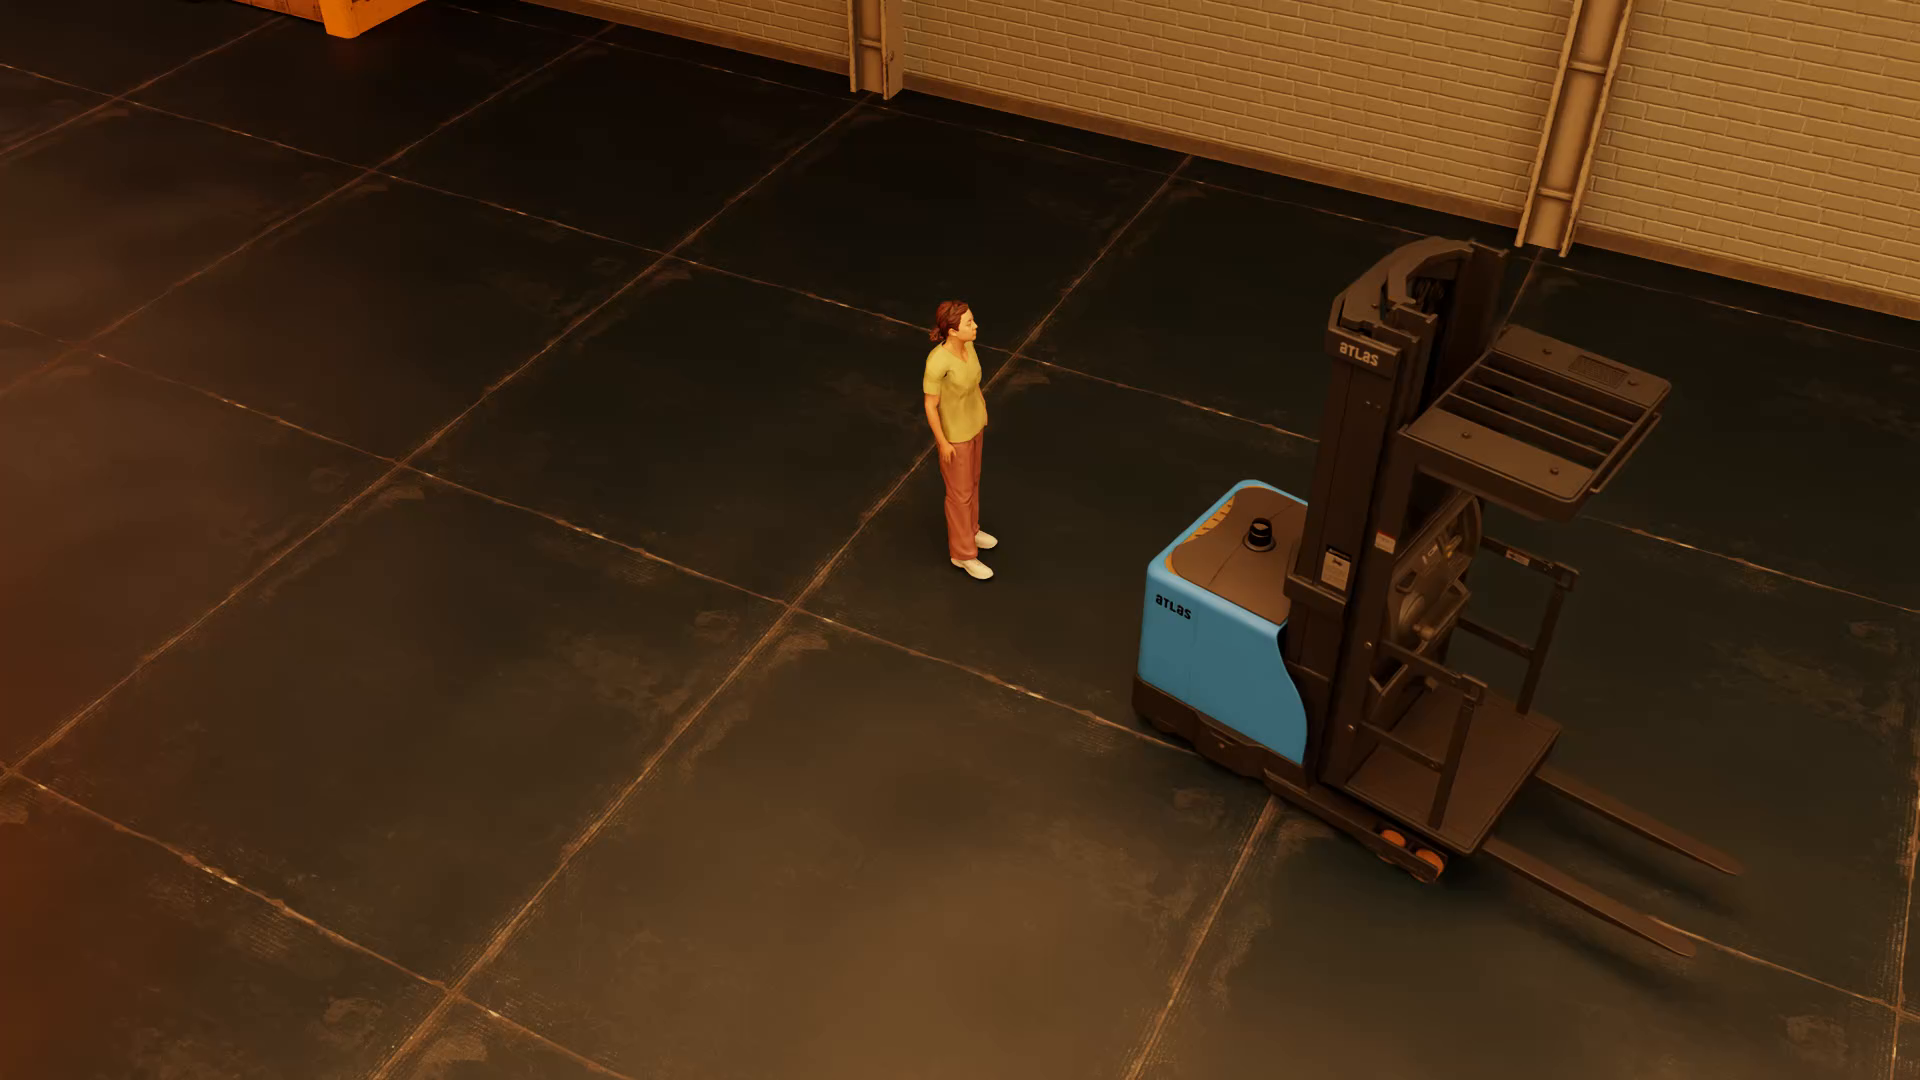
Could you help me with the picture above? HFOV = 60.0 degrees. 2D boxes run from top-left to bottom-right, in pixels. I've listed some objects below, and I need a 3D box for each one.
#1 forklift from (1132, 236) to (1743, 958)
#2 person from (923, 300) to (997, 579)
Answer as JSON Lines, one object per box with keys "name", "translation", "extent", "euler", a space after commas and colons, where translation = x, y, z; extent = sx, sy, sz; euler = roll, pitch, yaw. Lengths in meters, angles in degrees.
{"name": "forklift", "translation": [2.401, 0.187, 7.765], "extent": [3.031, 2.935, 1.130], "euler": [28, 47, 29]}
{"name": "person", "translation": [0.060, -0.618, 9.684], "extent": [0.549, 1.675, 0.555], "euler": [18, 43, 21]}
